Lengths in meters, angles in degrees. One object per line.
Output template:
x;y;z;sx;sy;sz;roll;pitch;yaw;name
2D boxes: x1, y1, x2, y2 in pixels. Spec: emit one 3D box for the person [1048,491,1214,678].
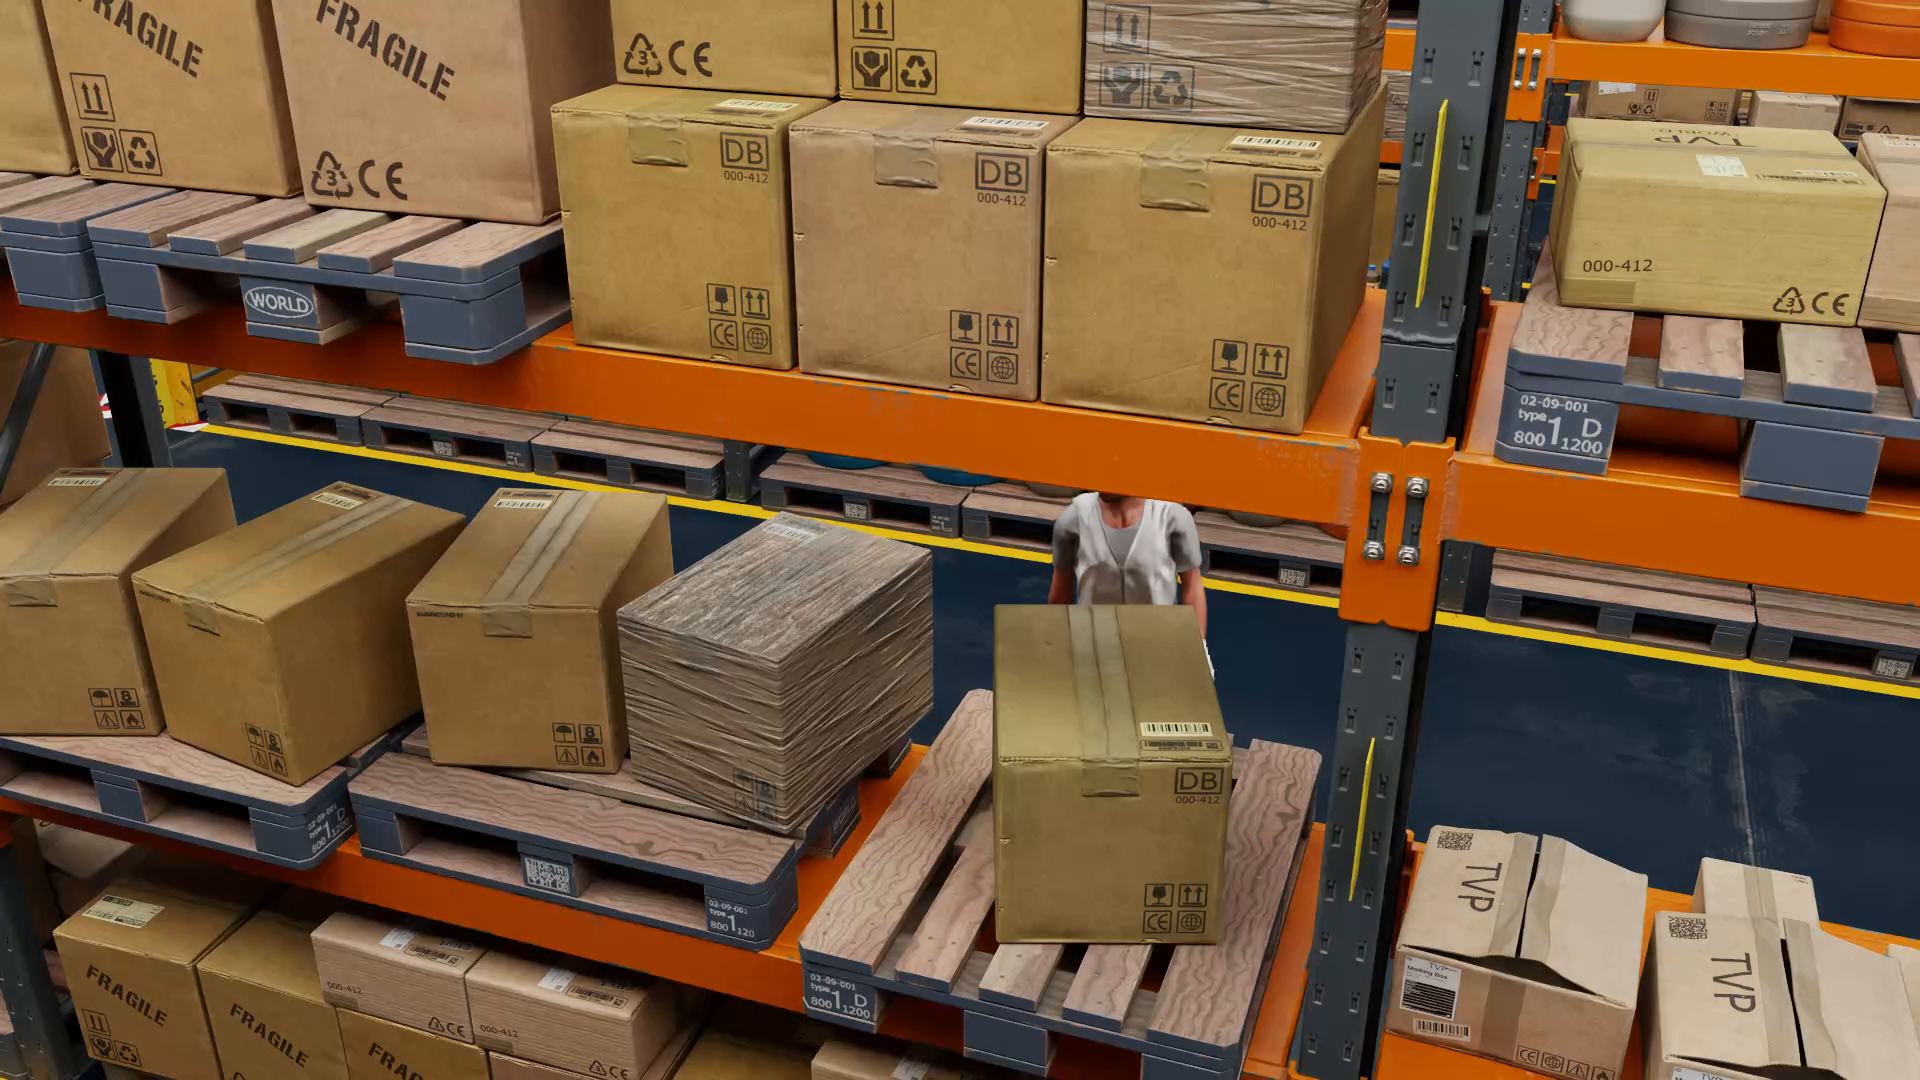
0.626;0.440;6.196;0.631;1.752;0.879;3;26;7;person
